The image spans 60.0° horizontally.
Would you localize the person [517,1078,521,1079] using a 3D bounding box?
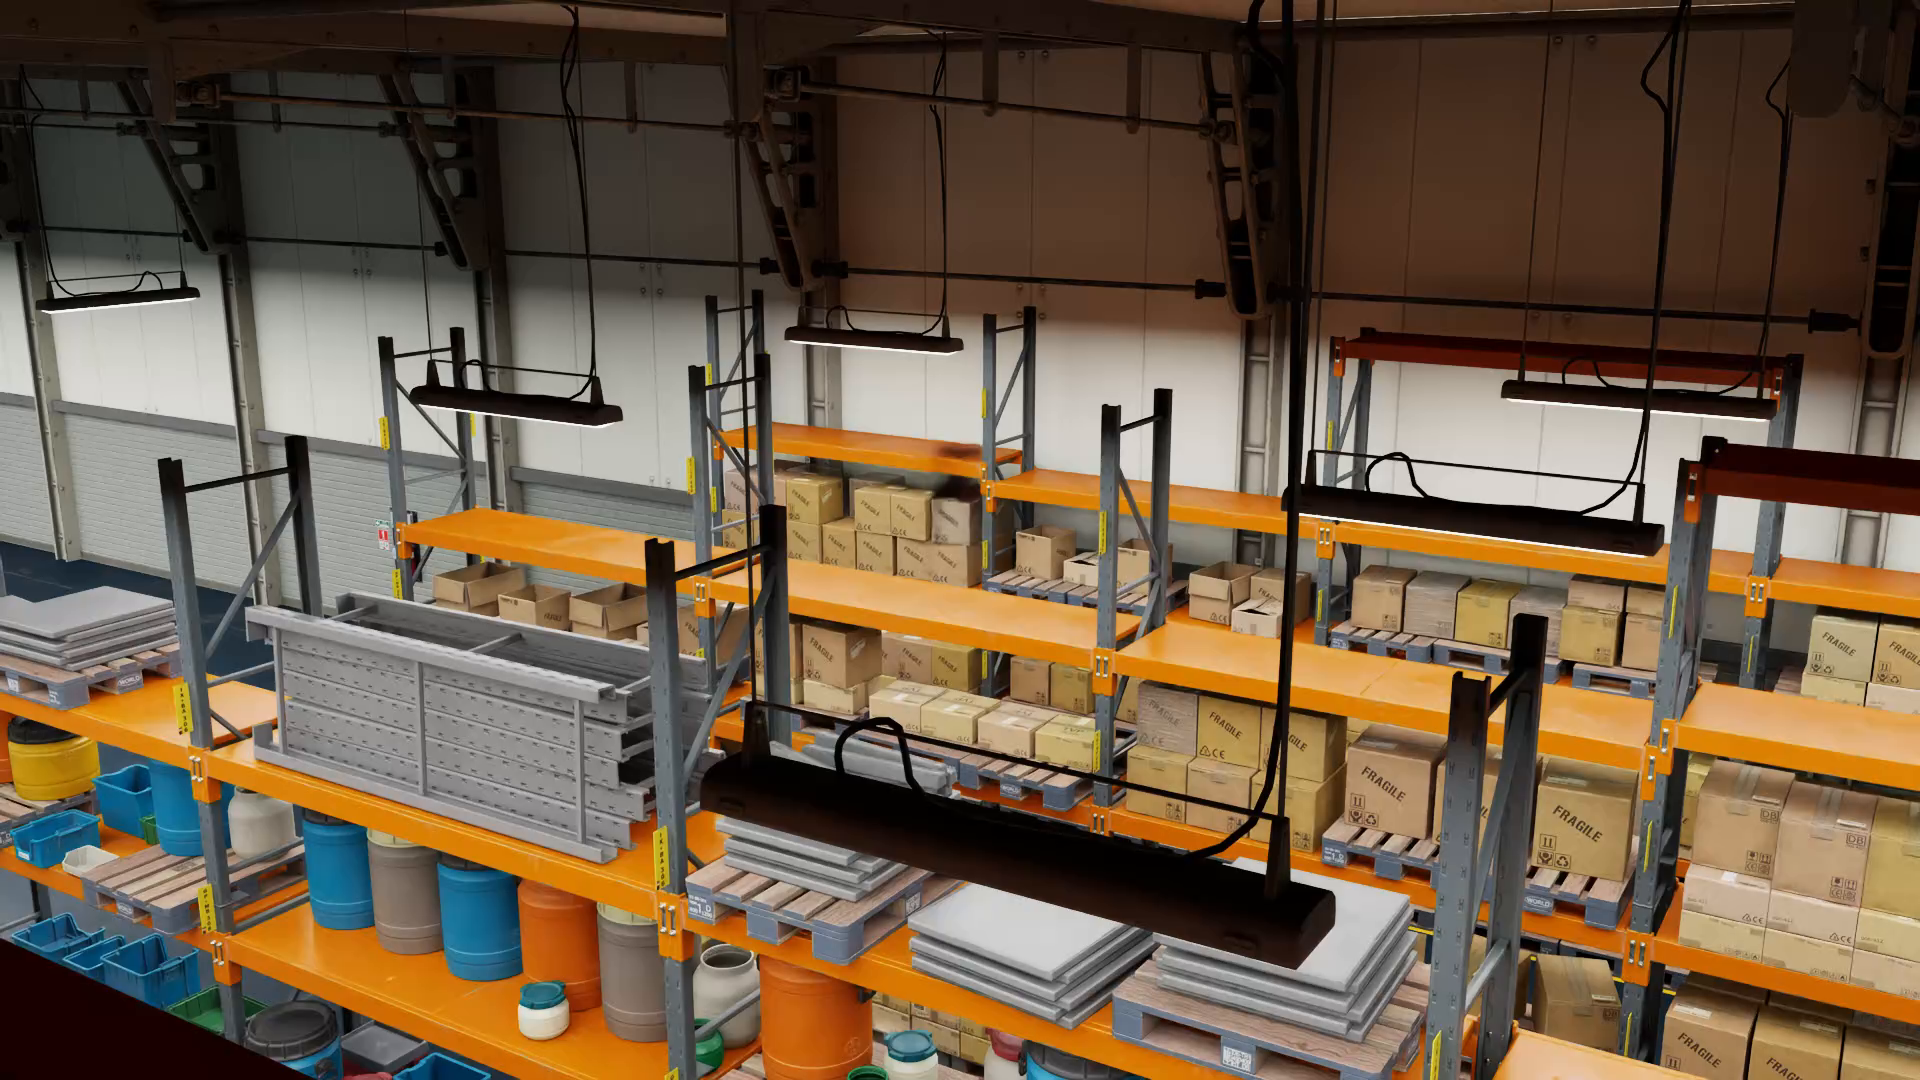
[{"bbox_3d":[-3.031,4.311,12.398,0.457,1.612,0.845,-9,17,-34],"label":"person"}]
